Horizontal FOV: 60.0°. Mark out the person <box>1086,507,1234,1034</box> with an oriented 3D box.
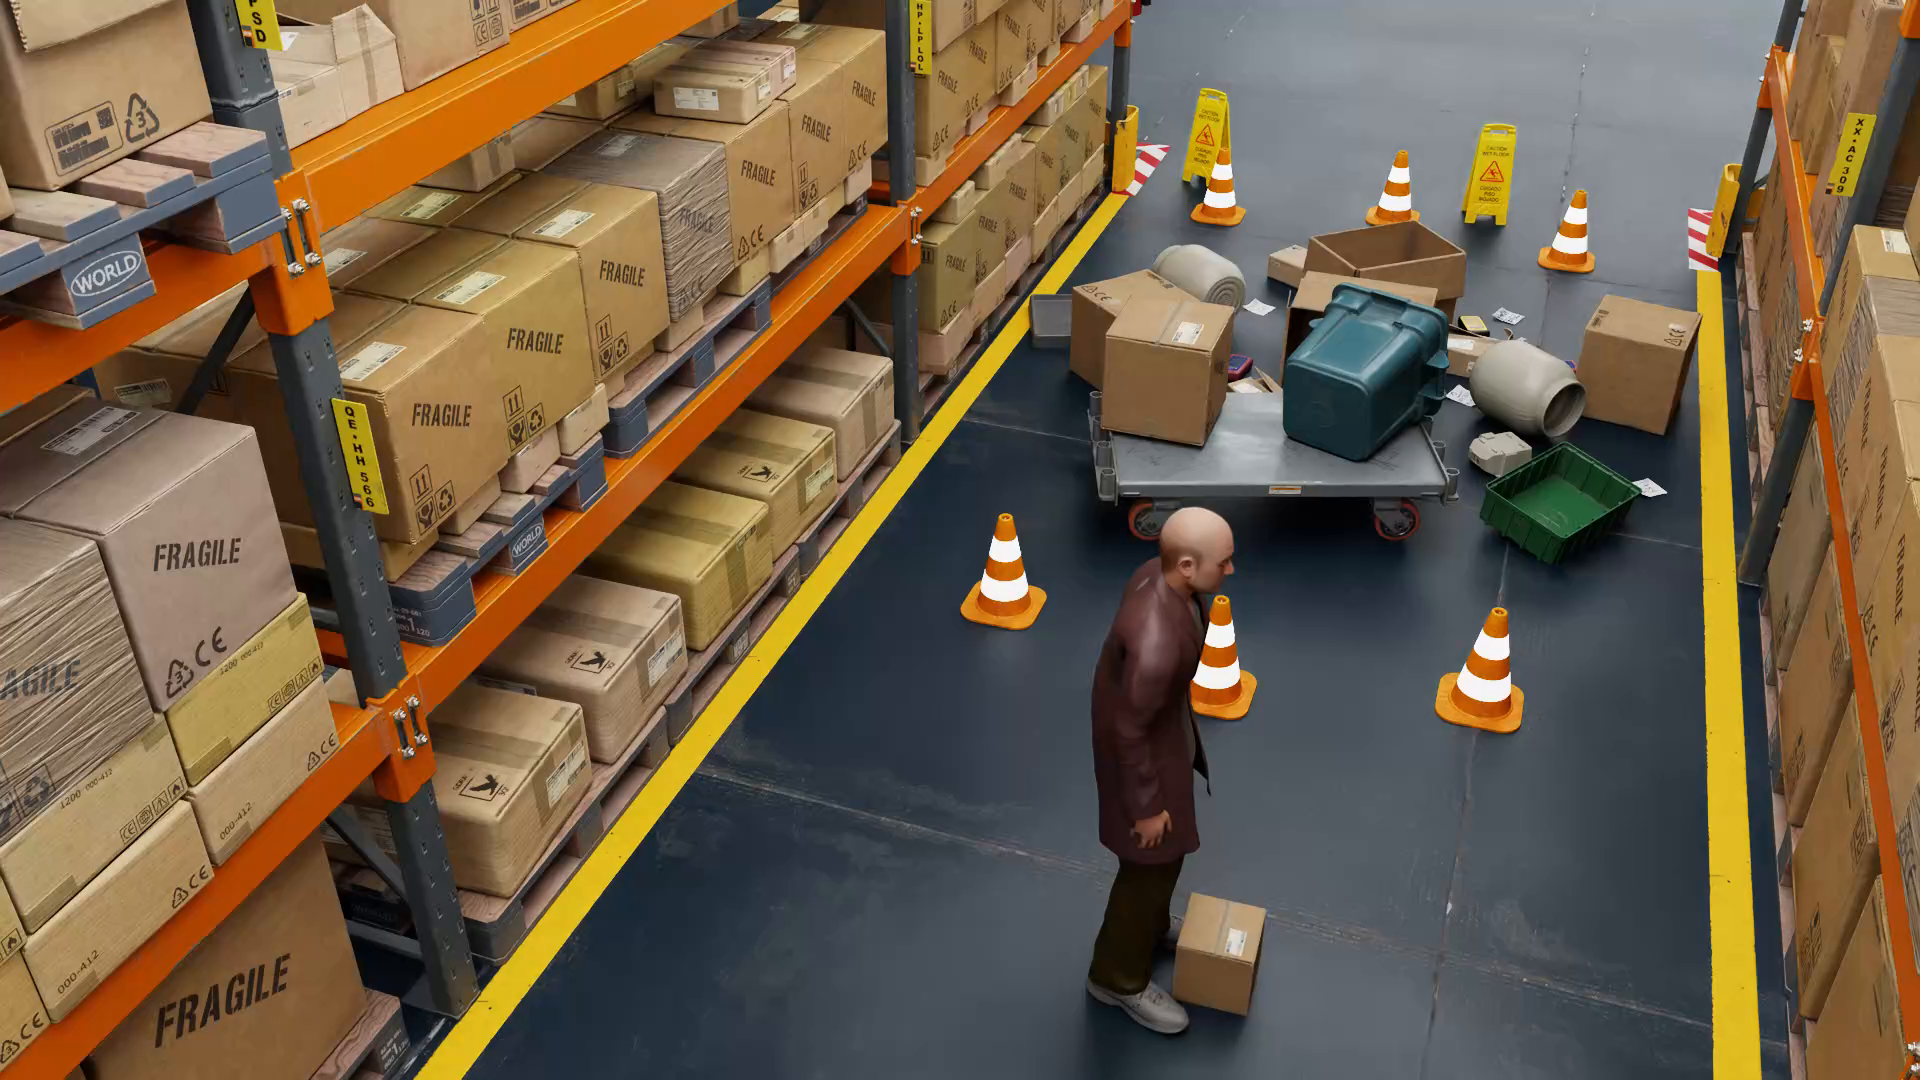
[{"bbox_3d":[0.612,0.671,5.115,0.429,1.772,0.643,9,34,14],"label":"person"}]
